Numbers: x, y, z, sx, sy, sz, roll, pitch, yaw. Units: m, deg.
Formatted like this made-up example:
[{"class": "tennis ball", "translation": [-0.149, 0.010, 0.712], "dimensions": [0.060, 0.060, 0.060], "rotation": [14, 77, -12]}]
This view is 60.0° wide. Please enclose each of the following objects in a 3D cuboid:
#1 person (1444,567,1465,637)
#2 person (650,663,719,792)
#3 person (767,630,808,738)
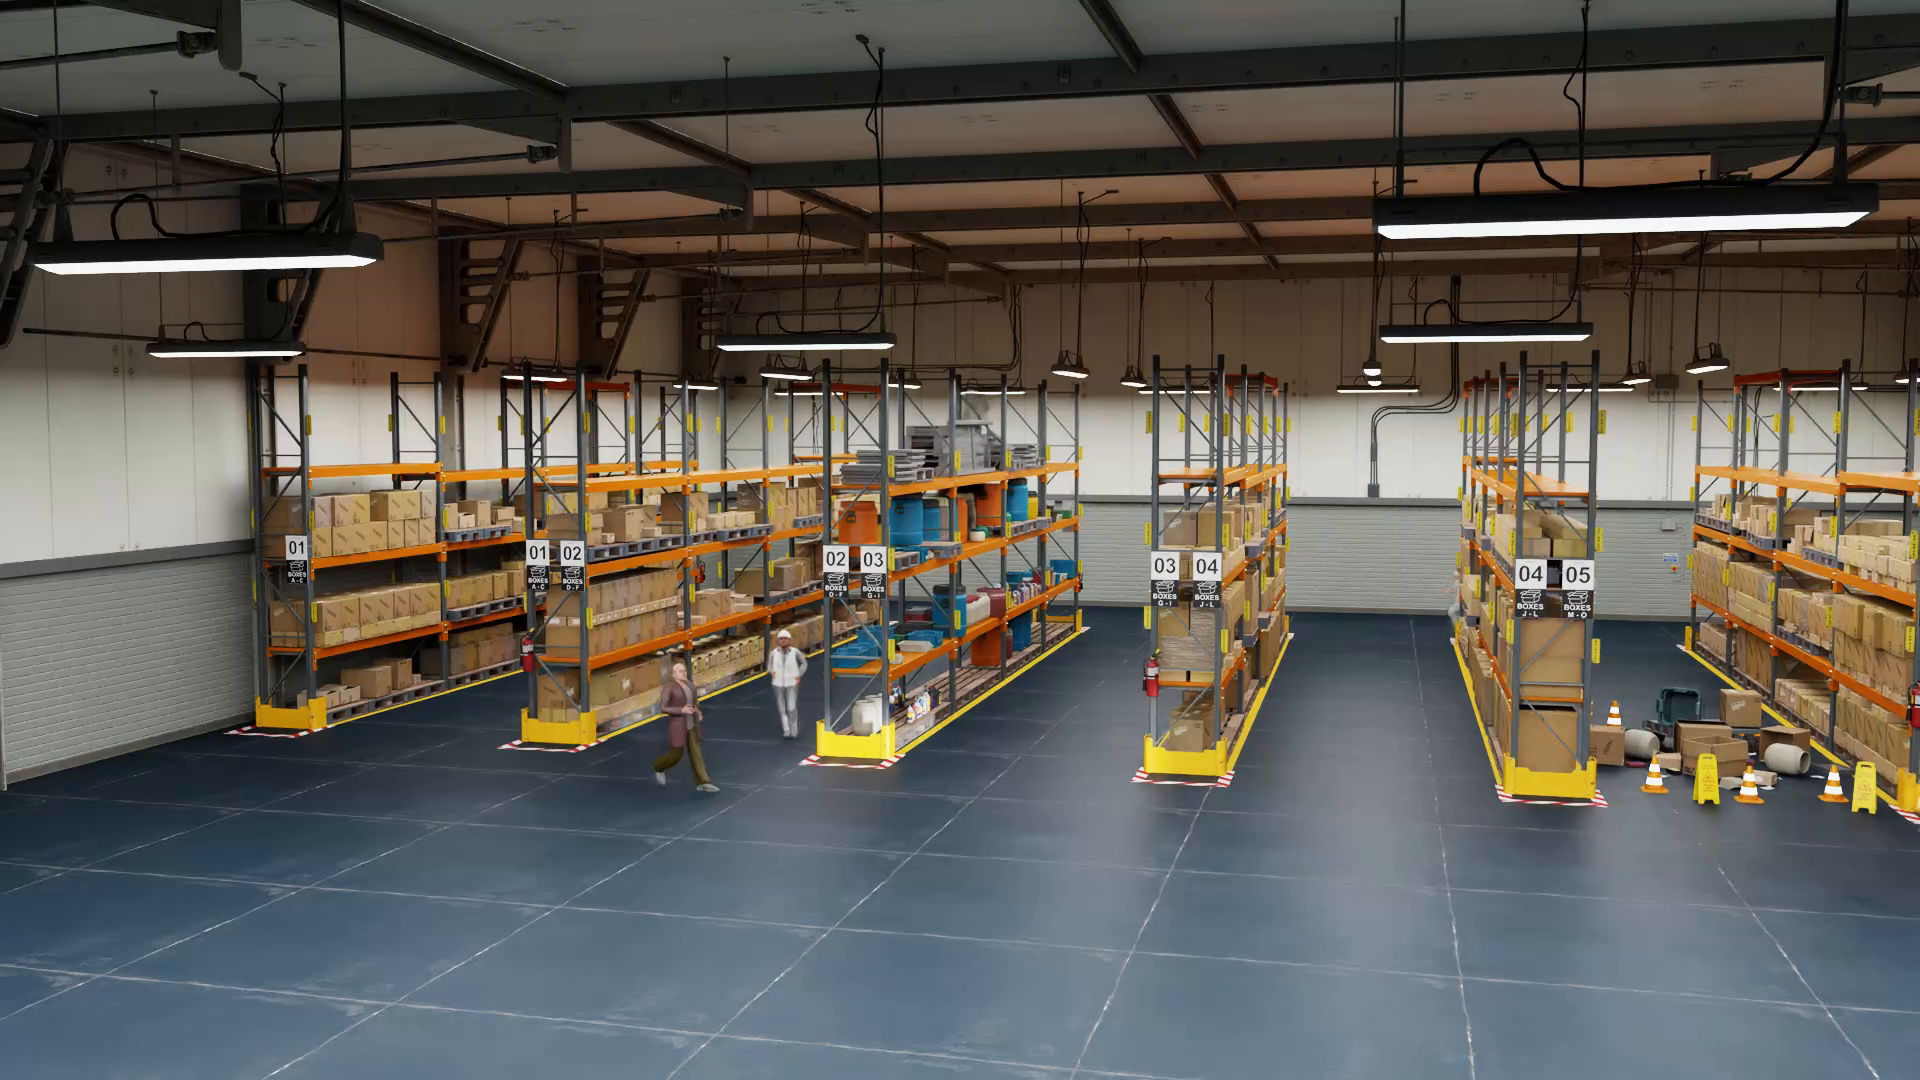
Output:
[{"class": "person", "translation": [11.841, 1.470, 39.281], "dimensions": [0.768, 1.644, 0.577], "rotation": [0, 4, 2]}, {"class": "person", "translation": [-3.734, 2.530, 22.546], "dimensions": [1.179, 1.719, 0.727], "rotation": [3, 5, 39]}, {"class": "person", "translation": [-2.770, 2.300, 26.443], "dimensions": [0.633, 1.736, 0.642], "rotation": [0, 4, 4]}]
